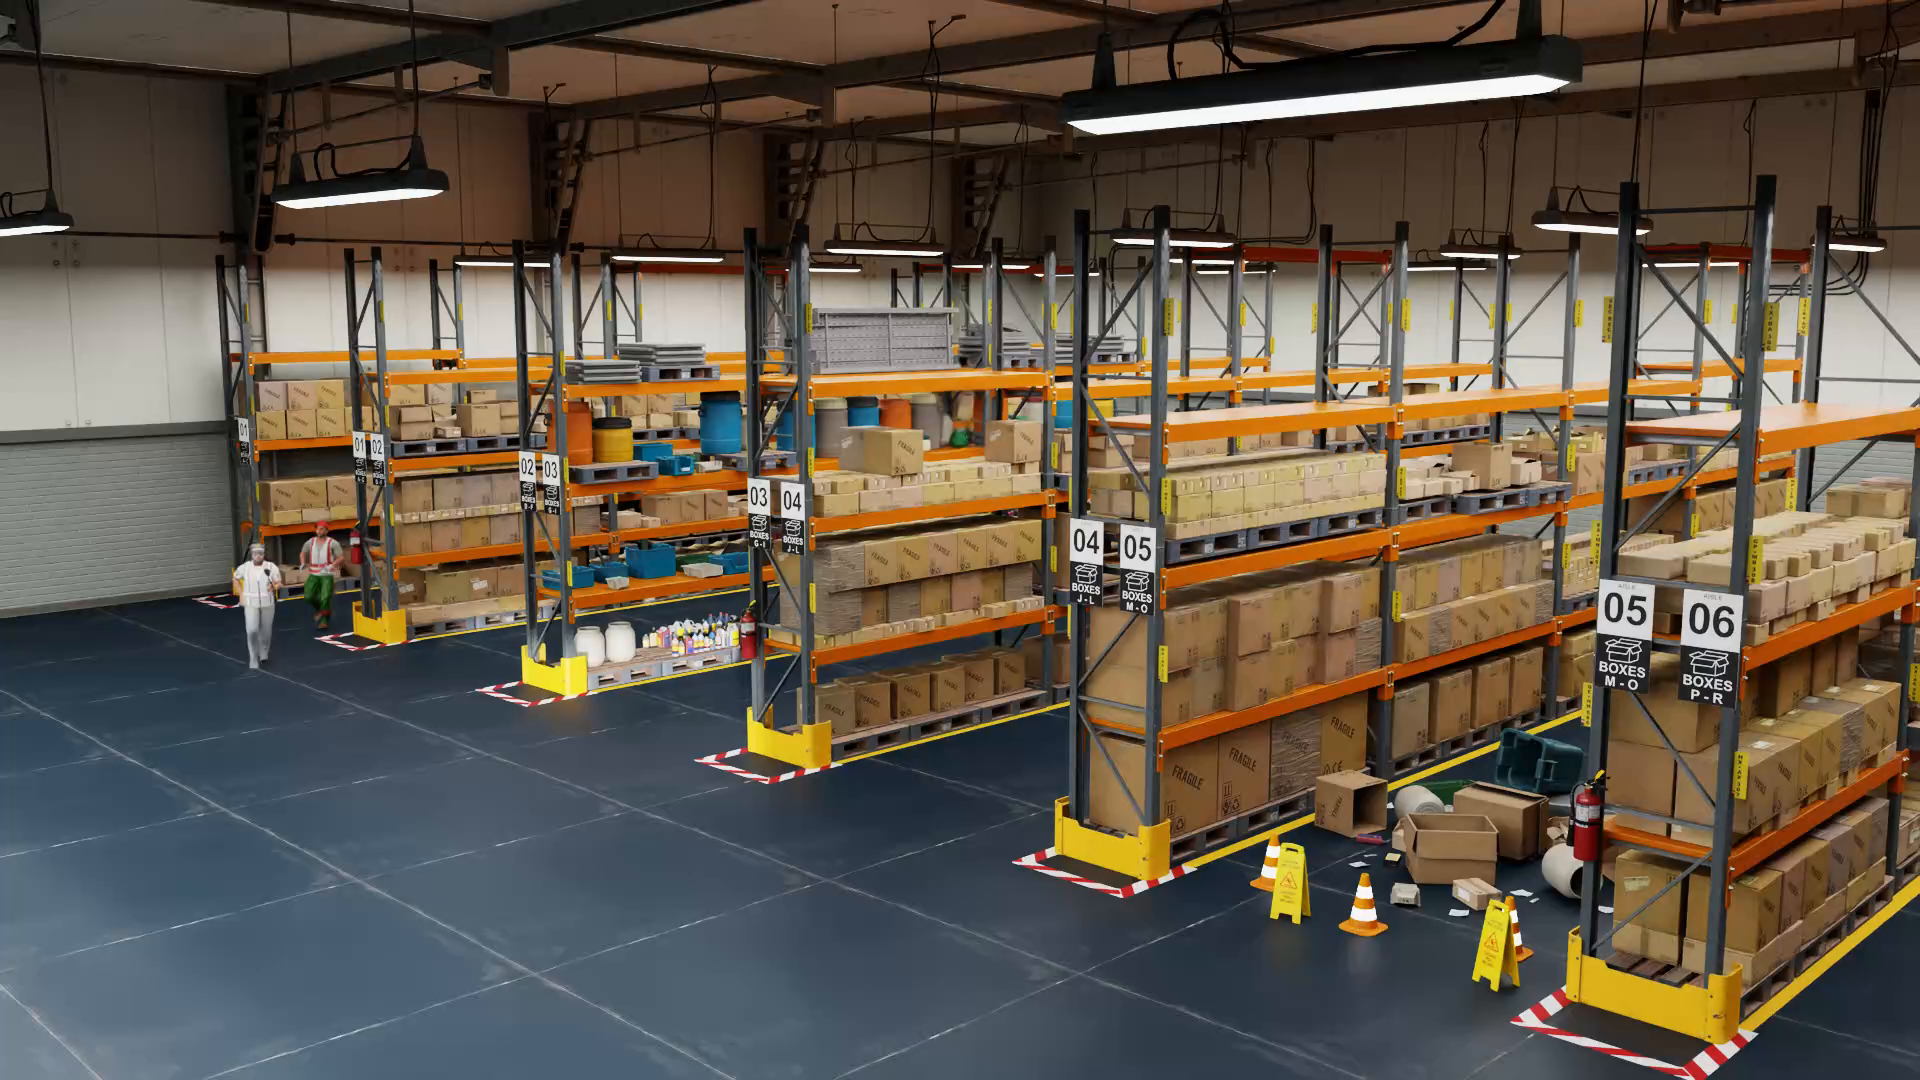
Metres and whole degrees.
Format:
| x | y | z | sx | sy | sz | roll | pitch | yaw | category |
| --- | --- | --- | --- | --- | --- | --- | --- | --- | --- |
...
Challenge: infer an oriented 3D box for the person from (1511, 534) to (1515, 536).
| x | y | z | sx | sy | sz | roll | pitch | yaw | category |
| --- | --- | --- | --- | --- | --- | --- | --- | --- | --- |
| 8.387 | 0.753 | 25.418 | 0.544 | 1.680 | 0.661 | -8 | 11 | -44 | person |

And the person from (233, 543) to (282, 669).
| x | y | z | sx | sy | sz | roll | pitch | yaw | category |
| --- | --- | --- | --- | --- | --- | --- | --- | --- | --- |
| -10.007 | 0.949 | 23.765 | 0.636 | 1.836 | 0.738 | -4 | 9 | -28 | person |

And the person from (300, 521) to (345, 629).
| x | y | z | sx | sy | sz | roll | pitch | yaw | category |
| --- | --- | --- | --- | --- | --- | --- | --- | --- | --- |
| -10.188 | 0.554 | 26.526 | 0.699 | 1.731 | 0.538 | -1 | 8 | -6 | person |
